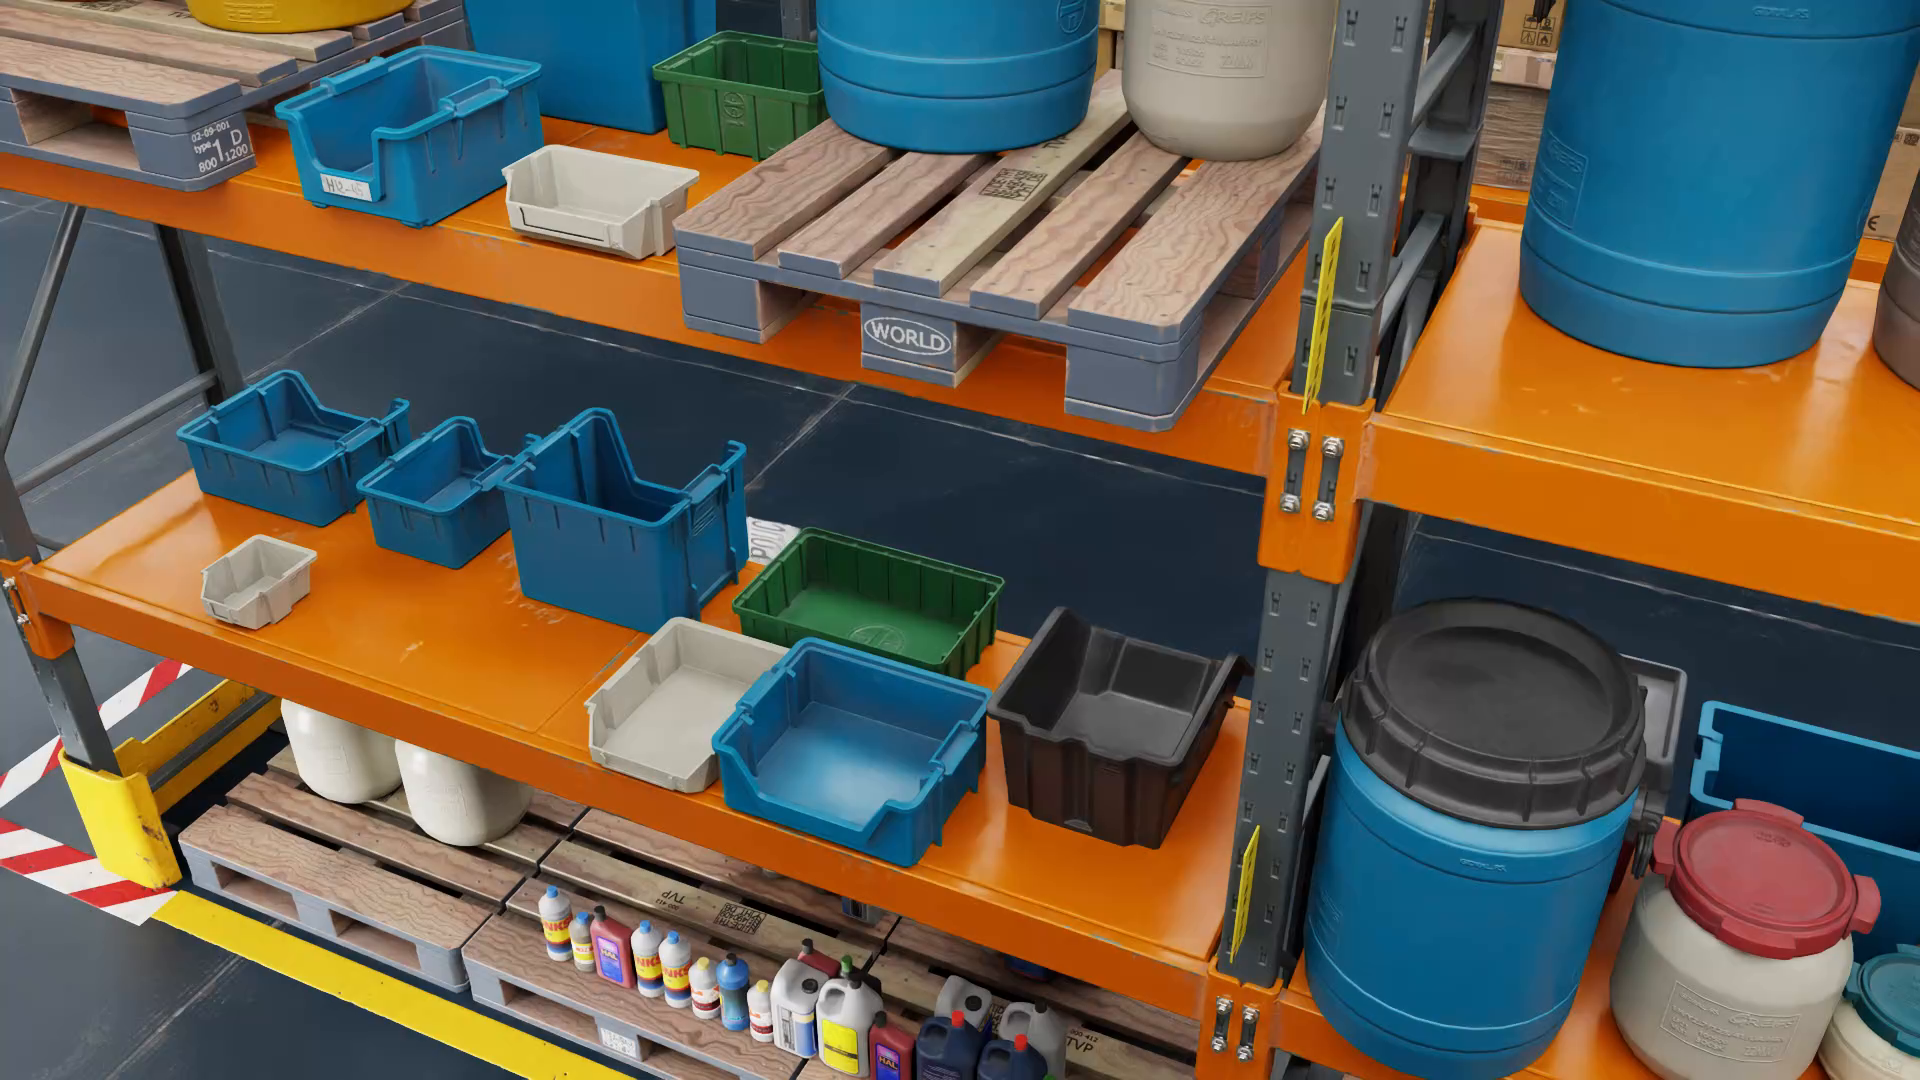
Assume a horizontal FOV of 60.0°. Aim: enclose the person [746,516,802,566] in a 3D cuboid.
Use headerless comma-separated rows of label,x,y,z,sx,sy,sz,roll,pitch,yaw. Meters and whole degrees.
person,-0.884,0.238,6.623,0.908,0.812,0.461,3,34,4
